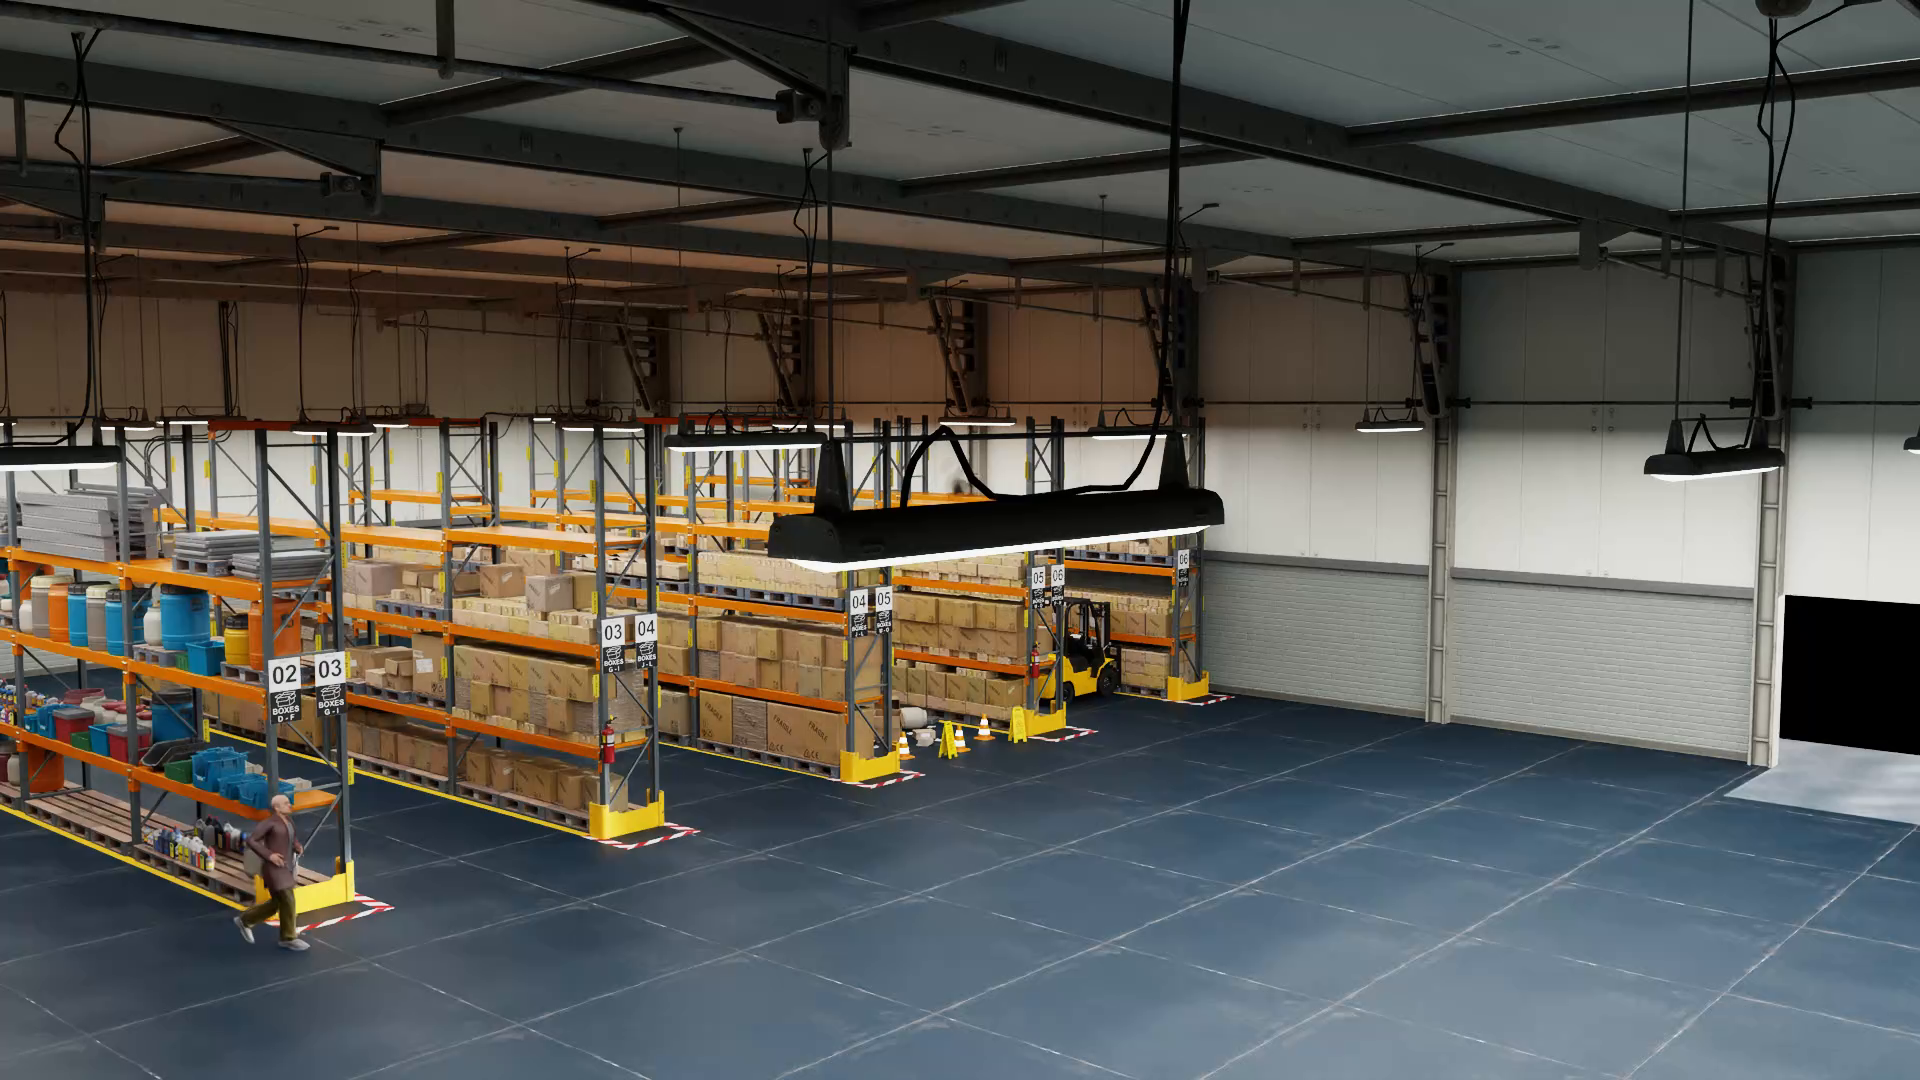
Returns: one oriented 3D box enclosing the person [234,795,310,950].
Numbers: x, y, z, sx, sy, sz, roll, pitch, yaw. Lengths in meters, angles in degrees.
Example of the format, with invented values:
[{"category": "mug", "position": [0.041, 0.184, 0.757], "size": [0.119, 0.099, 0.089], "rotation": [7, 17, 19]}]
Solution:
[{"category": "person", "position": [-7.995, 3.858, 19.443], "size": [0.937, 1.761, 0.750], "rotation": [0, 5, 6]}]
